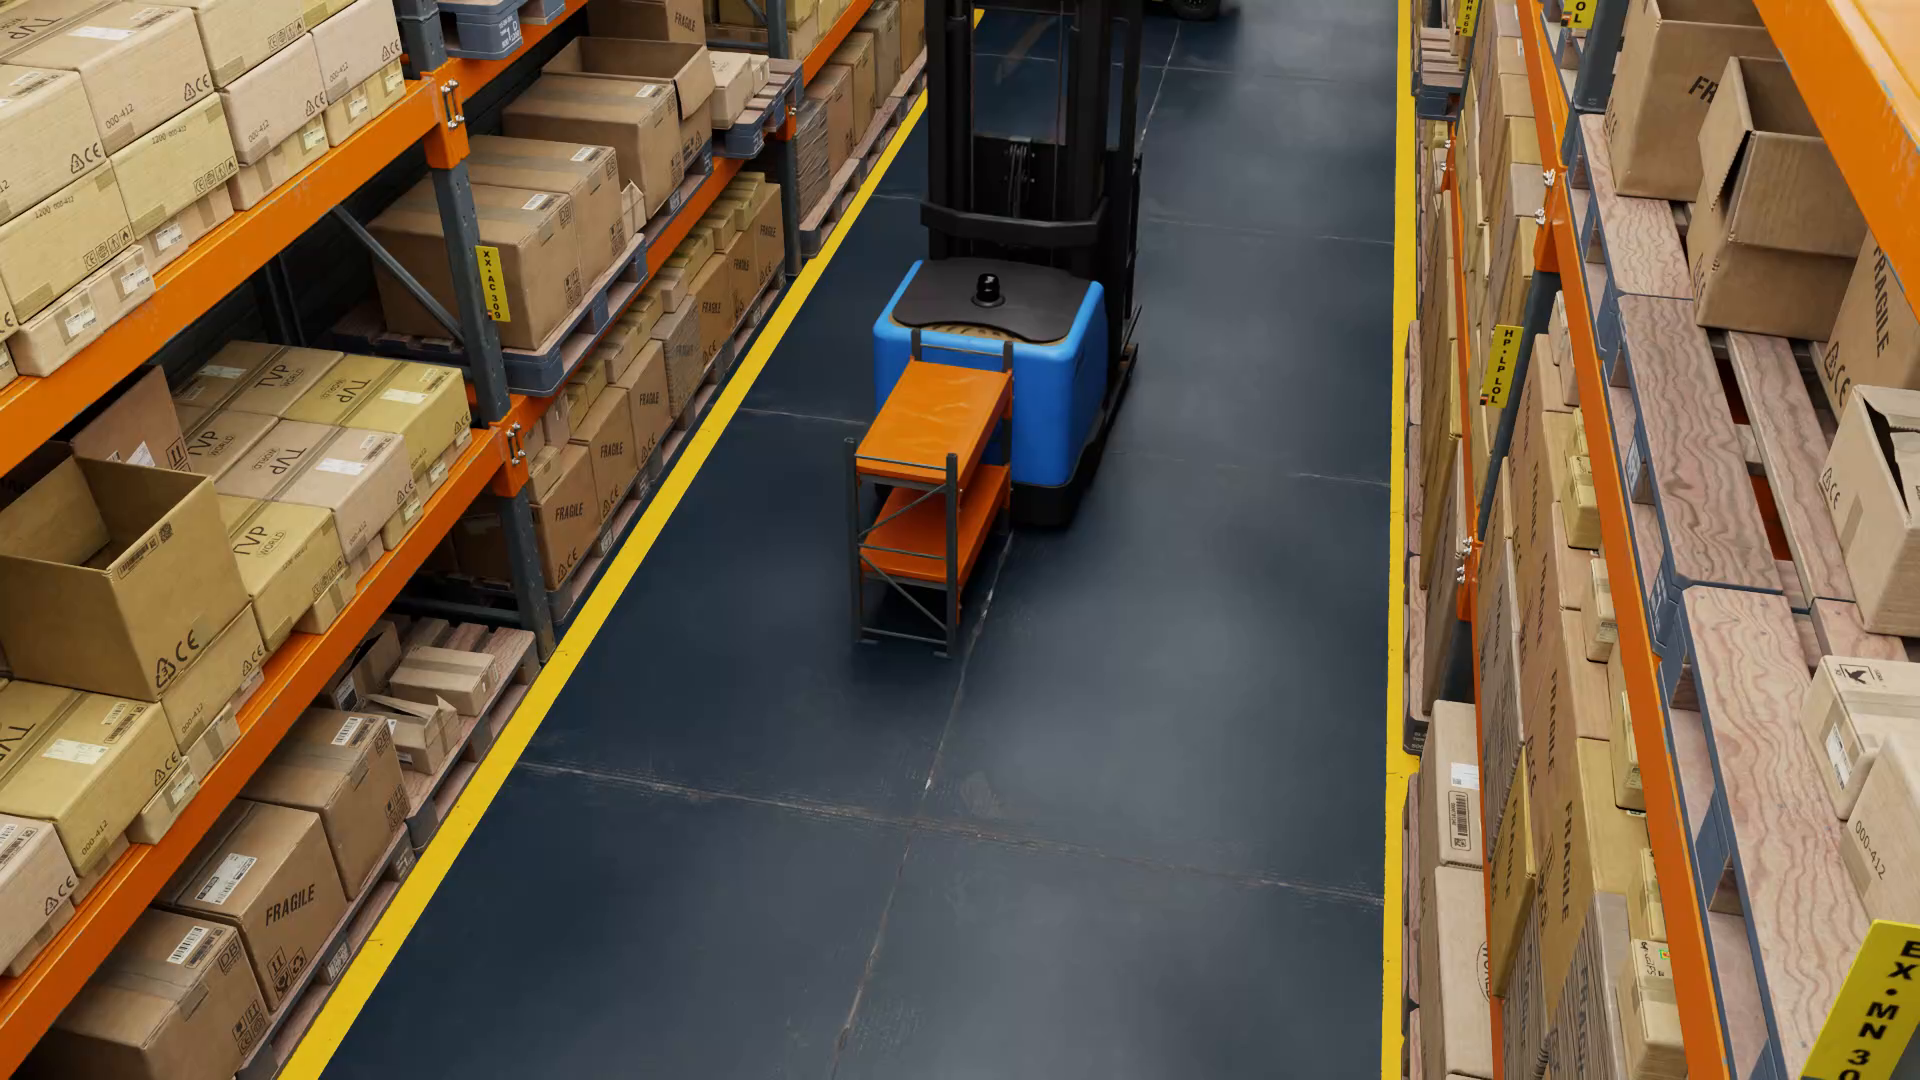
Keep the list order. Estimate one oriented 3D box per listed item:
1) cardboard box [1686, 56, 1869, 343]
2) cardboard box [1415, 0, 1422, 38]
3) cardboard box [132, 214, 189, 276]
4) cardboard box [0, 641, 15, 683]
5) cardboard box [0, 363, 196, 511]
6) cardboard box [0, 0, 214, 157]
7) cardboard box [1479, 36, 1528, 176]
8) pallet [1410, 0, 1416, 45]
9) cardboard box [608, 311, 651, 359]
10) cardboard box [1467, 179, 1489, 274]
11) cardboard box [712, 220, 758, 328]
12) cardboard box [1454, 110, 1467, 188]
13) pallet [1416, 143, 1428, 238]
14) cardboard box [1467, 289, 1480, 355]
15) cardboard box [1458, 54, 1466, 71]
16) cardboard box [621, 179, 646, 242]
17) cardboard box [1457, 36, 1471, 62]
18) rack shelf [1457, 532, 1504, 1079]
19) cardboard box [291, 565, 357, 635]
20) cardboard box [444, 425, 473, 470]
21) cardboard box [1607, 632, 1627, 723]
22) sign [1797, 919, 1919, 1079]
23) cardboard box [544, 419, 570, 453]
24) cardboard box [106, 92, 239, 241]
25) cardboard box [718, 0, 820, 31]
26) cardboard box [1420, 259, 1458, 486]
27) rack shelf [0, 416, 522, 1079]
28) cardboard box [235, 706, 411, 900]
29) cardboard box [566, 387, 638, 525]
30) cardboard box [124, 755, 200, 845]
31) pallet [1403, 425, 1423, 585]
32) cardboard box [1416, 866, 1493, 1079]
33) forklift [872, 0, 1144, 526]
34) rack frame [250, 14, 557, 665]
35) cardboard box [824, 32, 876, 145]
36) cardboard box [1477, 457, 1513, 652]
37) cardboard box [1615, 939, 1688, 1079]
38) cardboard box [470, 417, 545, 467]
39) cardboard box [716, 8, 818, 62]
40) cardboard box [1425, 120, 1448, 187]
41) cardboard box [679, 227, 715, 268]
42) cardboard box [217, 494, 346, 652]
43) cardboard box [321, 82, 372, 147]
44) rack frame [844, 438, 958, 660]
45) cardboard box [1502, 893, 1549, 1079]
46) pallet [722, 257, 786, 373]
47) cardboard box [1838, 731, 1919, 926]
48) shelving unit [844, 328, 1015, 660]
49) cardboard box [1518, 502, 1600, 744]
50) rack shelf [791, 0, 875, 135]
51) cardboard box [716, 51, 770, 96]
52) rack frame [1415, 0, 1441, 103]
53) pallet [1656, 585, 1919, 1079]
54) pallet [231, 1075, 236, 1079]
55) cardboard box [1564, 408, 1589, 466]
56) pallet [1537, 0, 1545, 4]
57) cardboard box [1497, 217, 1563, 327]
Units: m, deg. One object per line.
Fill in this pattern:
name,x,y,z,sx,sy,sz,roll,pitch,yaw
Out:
cardboard box,2.196,-0.803,3.985,0.797,0.503,0.637,10,37,14
cardboard box,4.129,-4.436,14.070,0.500,0.250,0.500,6,36,9
cardboard box,-2.498,-0.875,4.830,0.380,0.149,0.250,8,37,10
cardboard box,-3.080,0.324,5.391,0.500,0.250,0.500,7,37,10
cardboard box,-2.976,-0.276,5.581,0.500,0.500,0.500,6,36,9
cardboard box,-2.487,-1.309,4.663,0.500,0.250,0.500,8,37,11
cardboard box,2.740,-2.020,7.814,0.500,0.500,0.500,8,37,11
pallet,4.528,-4.662,14.772,1.003,0.211,1.213,7,37,10
cardboard box,-1.844,-1.083,8.678,0.380,0.149,0.250,9,37,12
cardboard box,2.606,-1.419,7.624,0.500,0.250,0.500,8,37,11
cardboard box,-1.541,-1.630,9.985,0.500,0.500,0.500,7,36,9
cardboard box,2.956,-2.097,8.985,0.500,0.250,0.500,7,36,9
pallet,3.738,-2.423,11.683,1.003,0.211,1.213,7,37,10
cardboard box,2.538,-0.920,7.362,0.500,0.250,0.500,6,36,9
cardboard box,3.133,-2.855,9.760,0.380,0.149,0.250,8,37,11
cardboard box,-1.726,-1.598,7.925,0.396,0.266,0.258,9,37,12
cardboard box,3.132,-3.033,9.453,0.500,0.500,0.500,6,36,9
rack shelf,2.025,1.324,4.750,1.077,0.370,4.000,7,37,10
cardboard box,-2.395,0.184,5.925,0.380,0.149,0.250,7,36,9
cardboard box,-2.219,-0.417,6.754,0.380,0.149,0.250,8,37,11
cardboard box,1.772,0.354,3.985,0.380,0.149,0.250,8,37,11
sign,1.071,0.563,1.945,0.100,0.325,0.005,7,37,10
cardboard box,-2.078,-0.495,7.866,0.380,0.149,0.250,6,36,9
cardboard box,-2.478,-1.108,4.811,0.500,0.250,0.500,8,37,11
cardboard box,-1.186,-3.389,10.342,0.500,0.250,0.500,7,37,10
cardboard box,2.883,-0.820,8.548,0.875,0.875,0.875,8,37,11
rack shelf,-2.825,0.704,5.605,1.077,0.370,4.000,7,37,10
cardboard box,-2.587,0.983,6.380,0.700,0.500,0.500,6,36,8
cardboard box,-1.970,-0.447,8.353,0.500,0.500,0.500,7,36,9
cardboard box,-2.590,0.775,5.109,0.380,0.149,0.250,6,36,9
pallet,2.802,-0.138,8.530,1.003,0.211,1.213,7,37,10
cardboard box,2.023,1.614,5.563,0.875,0.438,0.875,6,36,9
forklift,0.432,-2.122,8.951,1.130,2.935,3.031,9,37,12
rack frame,-2.398,-0.734,6.976,1.000,3.000,0.127,7,37,10
cardboard box,-1.121,-3.353,12.256,0.875,0.625,0.625,6,36,8
cardboard box,2.096,0.082,5.765,0.500,0.500,0.500,8,37,11
cardboard box,1.482,0.934,3.186,0.380,0.149,0.250,7,37,10
cardboard box,-2.120,-0.454,7.557,0.380,0.149,0.250,7,36,9
cardboard box,-1.210,-3.190,10.493,0.500,0.250,0.500,7,37,10
cardboard box,3.754,-2.694,11.562,0.950,0.372,0.625,8,37,12
cardboard box,-1.630,-1.681,9.503,0.380,0.149,0.250,8,37,11
cardboard box,-2.480,0.103,5.697,0.500,0.250,0.500,7,37,10
cardboard box,-2.241,-1.463,5.641,0.380,0.149,0.250,7,37,10
rack frame,-0.257,0.057,7.483,0.500,1.125,0.032,9,37,12
cardboard box,1.664,1.248,4.158,0.500,0.500,0.500,8,37,11
pallet,-1.740,-1.474,10.375,1.003,0.211,1.213,7,37,10
cardboard box,1.606,0.546,2.339,0.500,0.250,0.500,4,36,6
shelving unit,-0.124,-0.231,7.880,0.538,1.125,1.048,9,37,12
cardboard box,1.879,0.265,4.661,0.500,0.500,0.500,8,37,11
rack shelf,-1.116,-3.882,11.933,1.077,0.370,4.000,7,37,10
cardboard box,-1.309,-2.670,9.505,0.380,0.149,0.250,8,37,11
rack frame,4.161,-4.700,12.449,1.000,3.000,0.127,7,37,10
pallet,1.746,0.574,2.691,1.003,0.211,1.213,7,37,10
pallet,-3.067,2.188,5.321,1.003,0.211,1.213,7,37,10
cardboard box,1.966,-0.237,4.802,0.380,0.149,0.250,7,37,10
pallet,2.985,-2.527,7.056,1.003,0.211,1.213,9,37,12
cardboard box,2.302,-0.846,6.195,0.500,0.500,0.500,8,37,11
